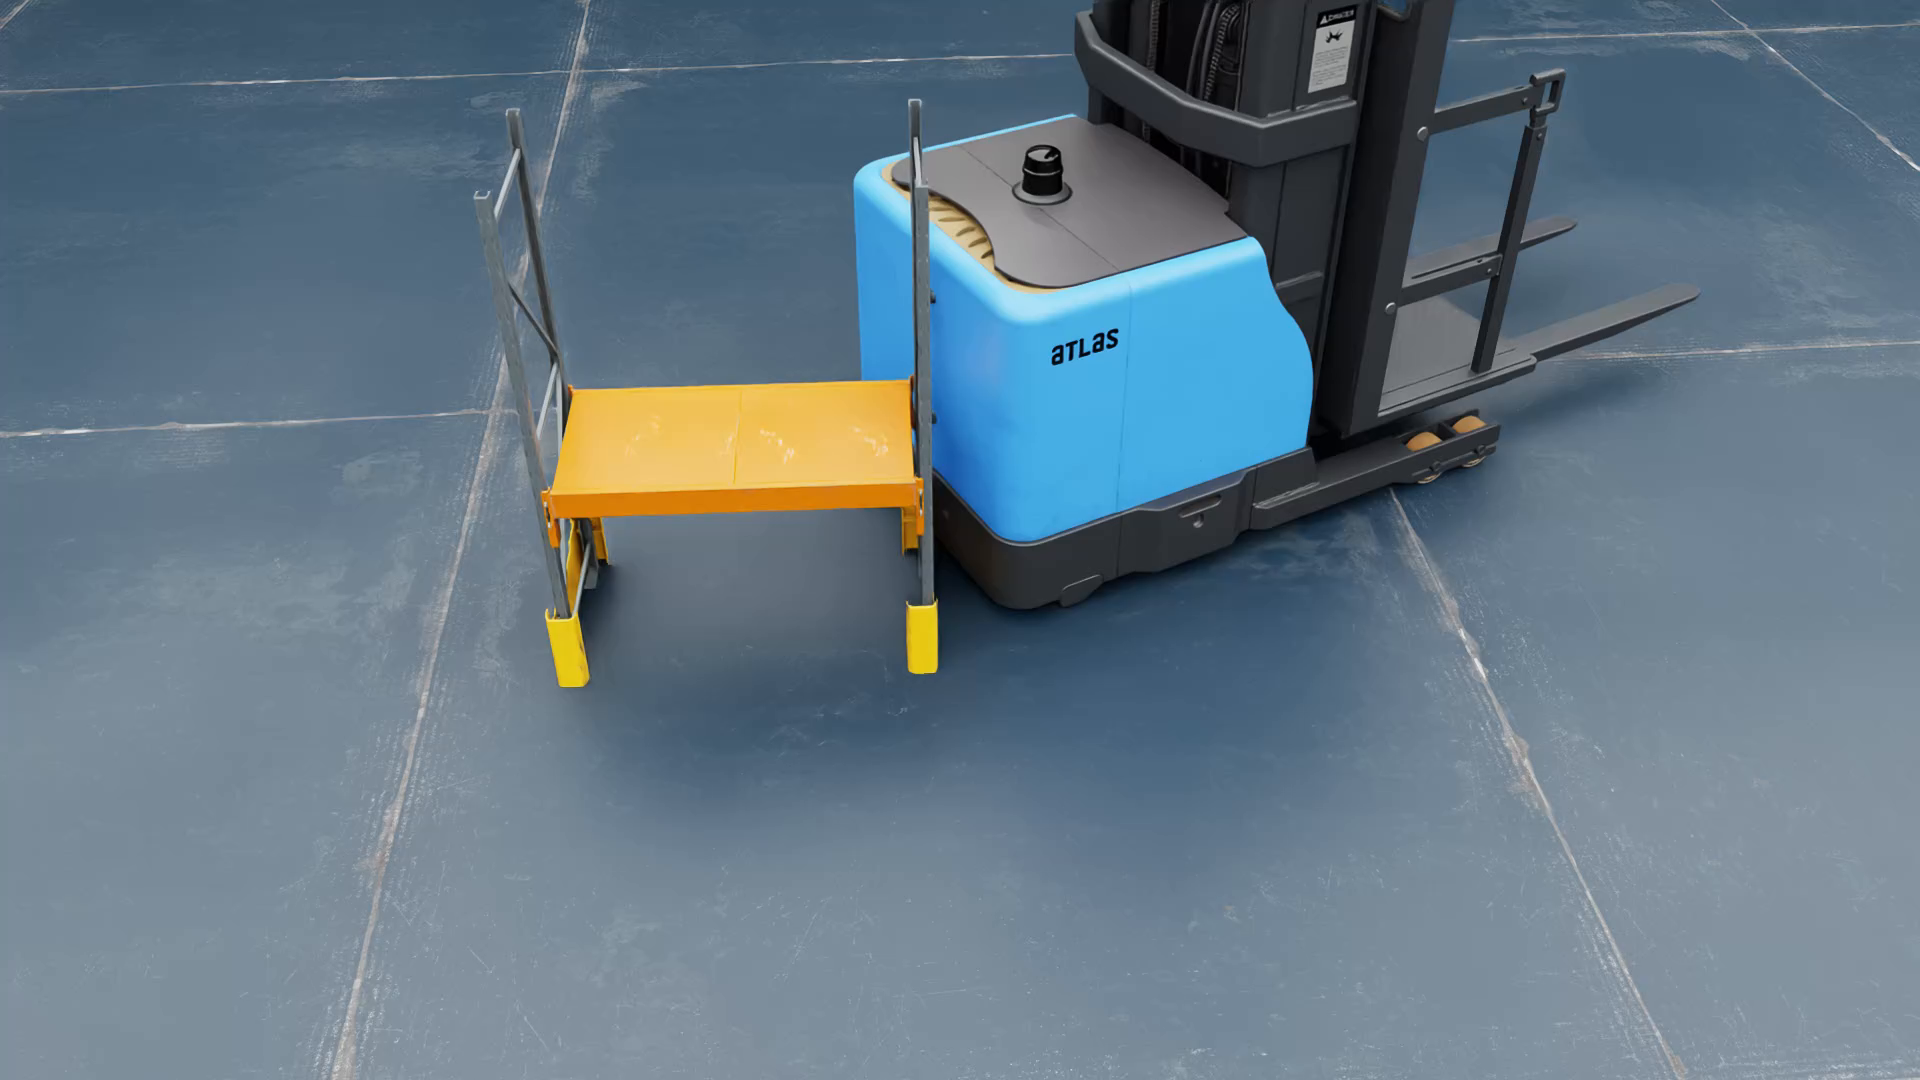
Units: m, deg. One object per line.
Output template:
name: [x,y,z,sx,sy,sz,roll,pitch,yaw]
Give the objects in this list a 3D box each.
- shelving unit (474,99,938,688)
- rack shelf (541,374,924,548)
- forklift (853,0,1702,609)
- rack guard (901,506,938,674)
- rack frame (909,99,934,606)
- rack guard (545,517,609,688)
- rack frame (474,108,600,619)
shelving unit: [-0.619,-0.369,4.507,1.083,1.500,0.587,-2,38,-3]
rack shelf: [-0.610,-0.228,4.618,1.000,0.185,0.538,-2,38,-3]
forklift: [1.209,-1.605,4.918,3.031,2.935,1.130,-19,42,-22]
rack guard: [-0.122,0.105,4.916,0.087,0.250,0.587,-2,38,-3]
rack frame: [-0.102,-0.387,4.529,0.032,1.500,0.500,-2,38,-3]
rack guard: [-1.116,0.139,4.872,0.087,0.250,0.587,-2,38,-3]
rack frame: [-1.117,-0.351,4.485,0.032,1.500,0.500,-2,38,-3]
